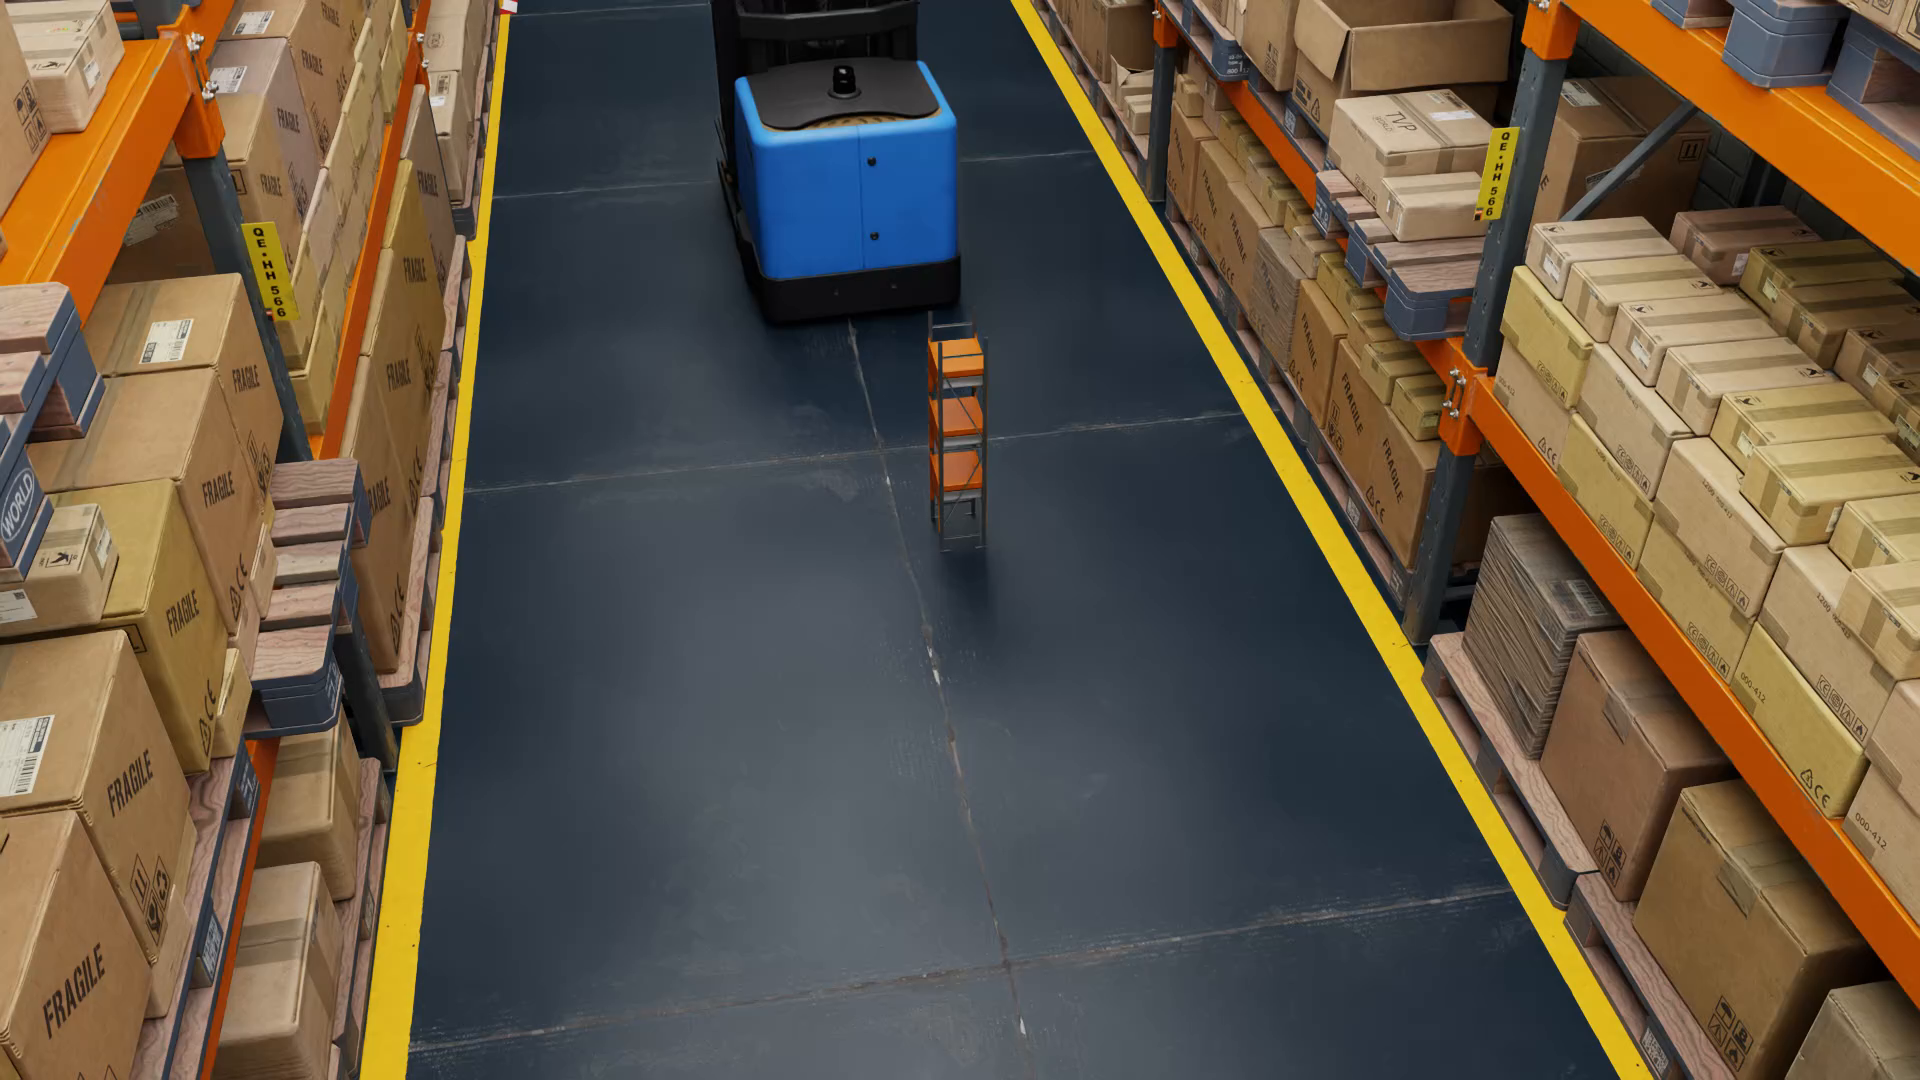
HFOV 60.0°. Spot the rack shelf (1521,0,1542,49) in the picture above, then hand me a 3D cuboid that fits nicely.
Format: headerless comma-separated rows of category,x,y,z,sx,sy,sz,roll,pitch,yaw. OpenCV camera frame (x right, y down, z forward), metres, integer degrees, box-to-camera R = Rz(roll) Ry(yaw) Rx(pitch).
rack shelf,1.951,-2.949,6.743,1.077,0.370,4.000,-6,38,-8

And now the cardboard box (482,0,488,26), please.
cardboard box,-3.773,-3.903,11.575,0.875,0.438,0.875,-7,38,-9

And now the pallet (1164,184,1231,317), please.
pallet,1.780,-1.668,9.226,1.003,0.211,1.213,-6,38,-8

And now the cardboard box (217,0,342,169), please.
cardboard box,-2.603,-1.676,6.066,0.500,0.500,0.500,-5,38,-7

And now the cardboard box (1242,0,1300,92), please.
cardboard box,1.693,-2.359,7.418,0.700,0.500,0.500,-6,38,-8

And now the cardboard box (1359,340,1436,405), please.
cardboard box,1.887,-0.708,6.883,0.380,0.149,0.250,-8,39,-10

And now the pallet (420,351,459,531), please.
pallet,-2.859,-0.423,7.623,1.003,0.211,1.213,-6,38,-8

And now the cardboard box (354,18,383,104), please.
cardboard box,-2.778,-2.005,7.101,0.500,0.250,0.500,-5,38,-7

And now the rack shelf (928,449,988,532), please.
rack shelf,-0.009,-0.219,7.147,0.215,0.259,0.240,-6,38,-8

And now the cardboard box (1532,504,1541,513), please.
cardboard box,2.503,-0.304,6.892,0.500,0.500,0.500,-5,38,-6

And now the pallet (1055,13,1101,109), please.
pallet,1.263,-3.309,11.337,1.003,0.211,1.213,-6,38,-8

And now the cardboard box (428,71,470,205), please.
cardboard box,-3.291,-2.265,9.467,0.875,0.438,0.875,-7,38,-9

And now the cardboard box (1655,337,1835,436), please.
cardboard box,2.244,-0.442,4.764,0.380,0.149,0.250,-6,38,-7

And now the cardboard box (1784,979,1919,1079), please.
cardboard box,2.771,1.564,4.386,0.875,0.625,0.625,-7,38,-8

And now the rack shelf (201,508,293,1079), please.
rack shelf,-2.234,1.187,3.863,1.077,0.370,4.000,-6,38,-8

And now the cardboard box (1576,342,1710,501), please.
cardboard box,2.225,-0.382,5.012,0.500,0.250,0.500,-5,38,-7

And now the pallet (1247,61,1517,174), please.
pallet,1.956,-1.939,7.457,1.003,0.211,1.213,-6,38,-8

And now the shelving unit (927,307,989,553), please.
shelving unit,-0.009,-0.447,6.969,0.215,1.050,0.252,-6,38,-8

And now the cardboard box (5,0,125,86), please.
cardboard box,-2.323,-1.222,4.138,0.380,0.149,0.250,-6,38,-8

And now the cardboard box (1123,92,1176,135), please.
cardboard box,1.213,-2.602,10.135,0.380,0.149,0.250,-7,38,-9

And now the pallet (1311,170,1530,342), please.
pallet,2.113,-1.167,6.463,1.213,0.211,1.003,-6,38,-8

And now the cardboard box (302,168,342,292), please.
cardboard box,-2.520,-1.088,5.920,0.500,0.250,0.500,-5,38,-7

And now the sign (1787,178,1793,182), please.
sign,2.847,-1.360,5.611,0.100,0.325,0.005,-6,38,-8

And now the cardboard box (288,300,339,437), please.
cardboard box,-2.423,-0.568,5.659,0.500,0.250,0.500,-7,38,-9

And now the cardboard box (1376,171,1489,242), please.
cardboard box,1.808,-1.263,6.293,0.380,0.149,0.250,-6,38,-7

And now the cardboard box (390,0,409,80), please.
cardboard box,-2.959,-2.418,8.039,0.500,0.250,0.500,-7,38,-9

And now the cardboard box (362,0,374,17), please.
cardboard box,-2.863,-2.600,7.256,0.500,0.500,0.500,-6,38,-7

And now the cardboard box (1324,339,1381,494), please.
cardboard box,1.938,-0.555,7.215,0.500,0.500,0.500,-7,38,-9

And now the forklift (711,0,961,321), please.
forklift,-0.832,-3.195,8.974,1.130,2.935,3.031,-8,39,-10

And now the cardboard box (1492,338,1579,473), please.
cardboard box,2.138,-0.487,5.554,0.500,0.250,0.500,-6,38,-8

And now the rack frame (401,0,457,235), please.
rack frame,-3.286,-2.721,8.307,1.000,3.000,0.127,-6,38,-8

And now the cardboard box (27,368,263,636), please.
cardboard box,-2.130,-0.072,4.231,0.500,0.500,0.500,-7,38,-9

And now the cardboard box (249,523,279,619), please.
cardboard box,-2.089,0.103,4.535,0.380,0.149,0.250,-7,38,-8

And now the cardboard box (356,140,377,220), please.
cardboard box,-2.707,-1.492,6.847,0.500,0.250,0.500,-6,38,-8

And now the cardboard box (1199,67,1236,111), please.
cardboard box,1.494,-2.412,8.834,0.380,0.149,0.250,-8,39,-10

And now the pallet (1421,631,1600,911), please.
pallet,2.407,0.762,6.097,1.003,0.211,1.213,-6,38,-8

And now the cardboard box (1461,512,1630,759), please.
cardboard box,2.397,0.309,6.000,0.875,0.625,0.625,-5,38,-7

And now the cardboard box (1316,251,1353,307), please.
cardboard box,1.838,-1.187,7.499,0.380,0.149,0.250,-7,38,-9

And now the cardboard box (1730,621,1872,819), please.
cardboard box,2.408,0.441,4.360,0.500,0.250,0.500,-5,38,-6

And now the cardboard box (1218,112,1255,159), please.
cardboard box,1.582,-2.134,8.718,0.380,0.149,0.250,-8,39,-10

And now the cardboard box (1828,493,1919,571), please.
cardboard box,2.444,0.013,4.178,0.380,0.149,0.250,-6,38,-8

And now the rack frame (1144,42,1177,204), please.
rack frame,1.600,-3.257,8.997,1.000,3.000,0.127,-6,38,-8

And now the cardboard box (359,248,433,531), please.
cardboard box,-2.777,-0.597,6.963,0.875,0.875,0.875,-6,38,-7

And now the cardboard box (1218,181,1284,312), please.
cardboard box,1.649,-1.497,8.427,0.500,0.500,0.500,-7,38,-9

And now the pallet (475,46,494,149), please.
pallet,-3.560,-2.826,10.715,1.003,0.211,1.213,-6,38,-8

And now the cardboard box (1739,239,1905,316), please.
cardboard box,2.713,-0.816,5.245,0.380,0.149,0.250,-5,38,-7

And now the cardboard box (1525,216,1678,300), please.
cardboard box,2.067,-0.912,5.369,0.380,0.149,0.250,-5,38,-7

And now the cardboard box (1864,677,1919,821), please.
cardboard box,2.483,0.549,3.814,0.500,0.250,0.500,-6,38,-7

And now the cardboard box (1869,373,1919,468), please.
cardboard box,2.780,-0.346,4.640,0.380,0.149,0.250,-6,38,-8

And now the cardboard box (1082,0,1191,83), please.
cardboard box,1.206,-3.324,10.779,0.700,0.500,0.500,-8,38,-10

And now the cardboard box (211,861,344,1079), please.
cardboard box,-2.358,1.354,4.861,0.950,0.372,0.625,-7,38,-9

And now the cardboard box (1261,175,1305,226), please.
cardboard box,1.691,-1.664,8.114,0.380,0.149,0.250,-5,38,-6

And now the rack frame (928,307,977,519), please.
rack frame,-0.031,-0.521,7.064,0.200,1.050,0.008,-6,38,-8

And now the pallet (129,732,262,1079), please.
pallet,-2.198,0.962,3.723,1.003,0.211,1.213,-6,38,-8

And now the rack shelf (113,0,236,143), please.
rack shelf,-2.936,-2.413,6.053,1.077,0.370,4.000,-6,38,-8

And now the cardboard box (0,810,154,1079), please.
cardboard box,-1.845,0.872,3.016,0.500,0.500,0.500,-6,38,-8

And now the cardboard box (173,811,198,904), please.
cardboard box,-1.946,0.729,3.729,0.380,0.149,0.250,-7,38,-9
